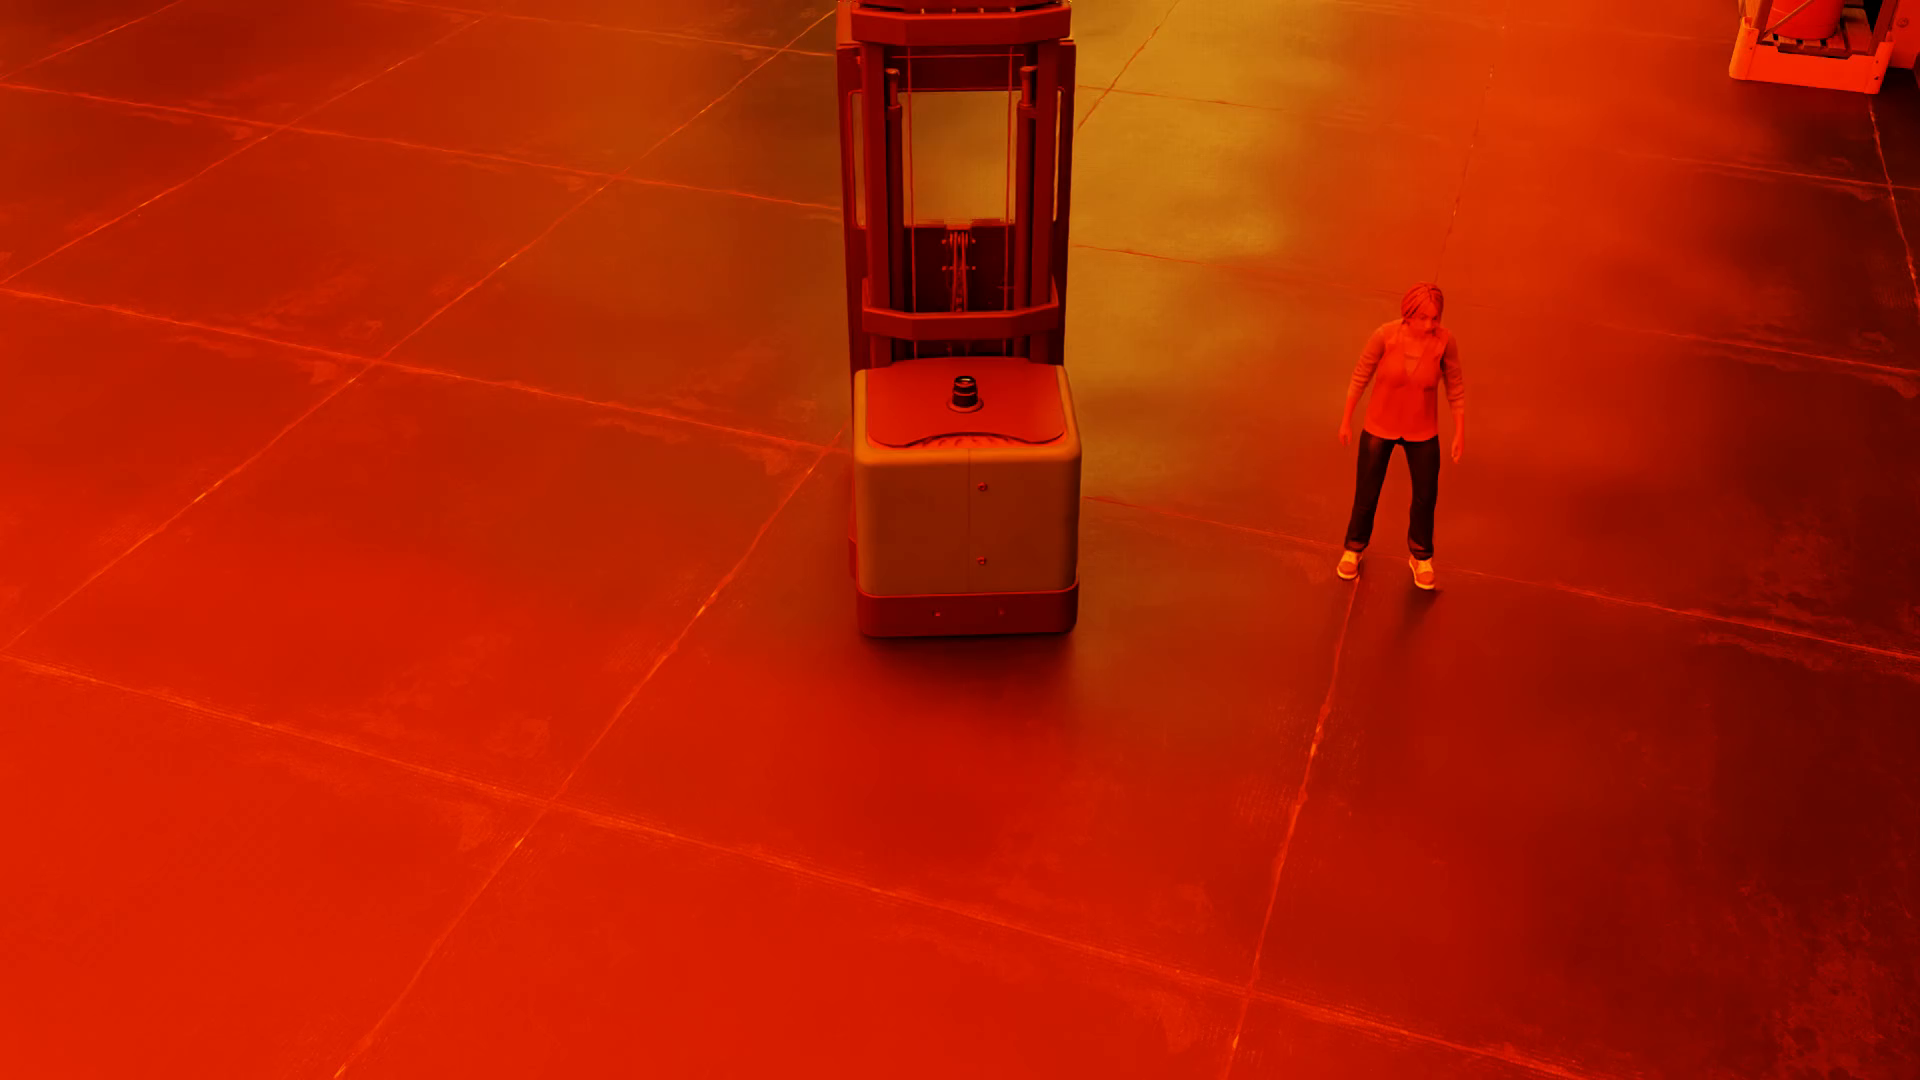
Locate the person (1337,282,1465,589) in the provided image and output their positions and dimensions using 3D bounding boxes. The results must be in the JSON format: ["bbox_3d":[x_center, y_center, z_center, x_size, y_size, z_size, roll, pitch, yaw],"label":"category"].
[{"bbox_3d":[2.123,-0.508,7.991,0.583,1.587,0.360,5,36,8],"label":"person"}]

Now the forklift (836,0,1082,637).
[{"bbox_3d":[-0.030,-1.562,8.314,1.130,2.935,3.031,-2,35,-2],"label":"forklift"}]
